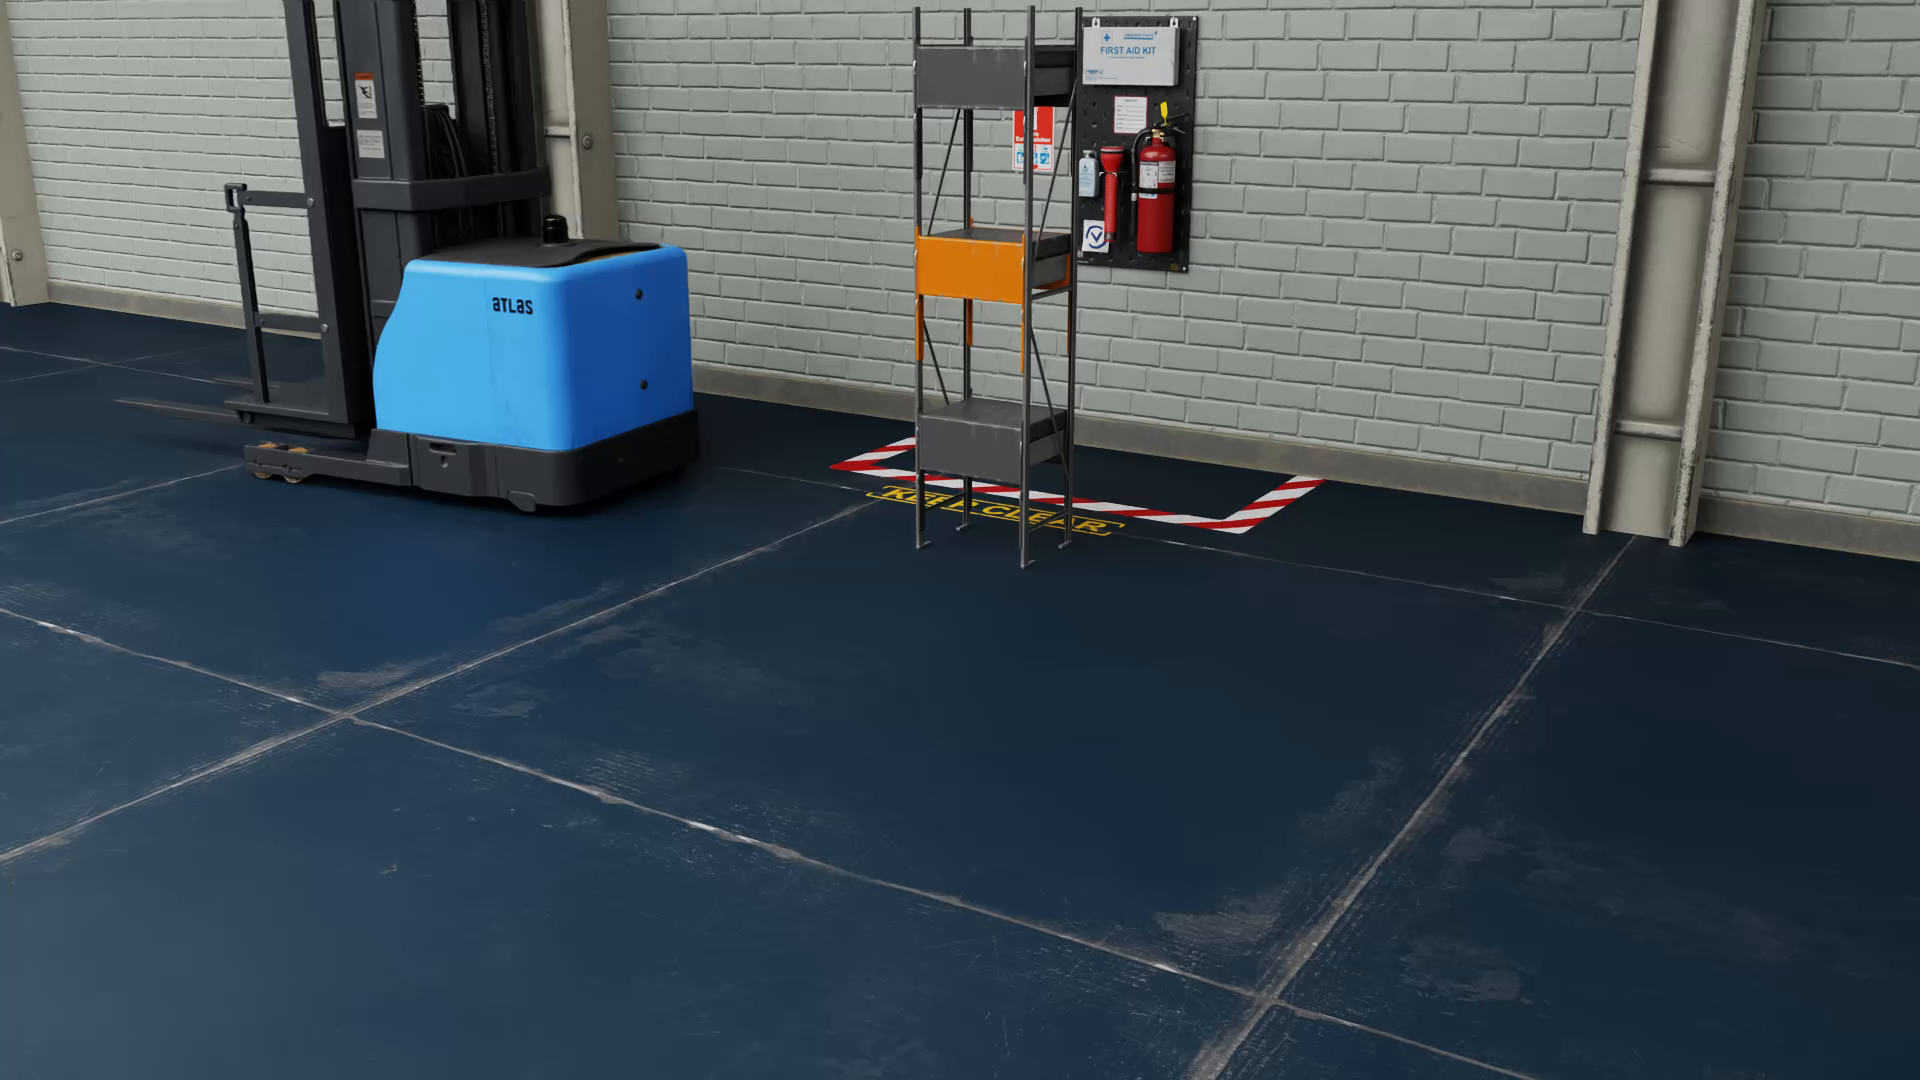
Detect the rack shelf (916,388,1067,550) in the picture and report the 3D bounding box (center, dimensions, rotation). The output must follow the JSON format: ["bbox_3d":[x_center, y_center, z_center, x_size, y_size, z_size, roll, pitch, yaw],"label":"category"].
[{"bbox_3d":[0.141,-0.297,6.701,0.480,0.518,0.431,10,20,30],"label":"rack shelf"}]

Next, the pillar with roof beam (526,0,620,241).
[{"bbox_3d":[-4.502,-4.192,5.198,0.400,9.000,9.100,10,20,30],"label":"pillar with roof beam"}]

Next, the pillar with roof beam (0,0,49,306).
[{"bbox_3d":[-9.615,-5.105,8.203,0.400,9.000,9.100,10,20,30],"label":"pillar with roof beam"}]

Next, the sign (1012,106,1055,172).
[{"bbox_3d":[0.361,-1.987,8.200,0.234,0.329,0.001,10,20,30],"label":"sign"}]

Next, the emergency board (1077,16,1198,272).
[{"bbox_3d":[0.778,-1.860,7.845,0.643,1.169,0.194,10,20,30],"label":"emergency board"}]

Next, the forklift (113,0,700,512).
[{"bbox_3d":[-2.798,-1.795,7.747,3.031,2.935,1.130,8,19,25],"label":"forklift"}]

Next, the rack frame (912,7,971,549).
[{"bbox_3d":[-0.067,-1.017,6.615,0.015,2.100,0.400,10,20,30],"label":"rack frame"}]

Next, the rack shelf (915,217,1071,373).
[{"bbox_3d":[0.141,-0.966,6.497,0.480,0.518,0.431,10,20,30],"label":"rack shelf"}]

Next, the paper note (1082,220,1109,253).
[{"bbox_3d":[0.663,-1.483,8.117,0.142,0.148,0.016,10,20,30],"label":"paper note"}]

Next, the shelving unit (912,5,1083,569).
[{"bbox_3d":[0.141,-0.980,6.493,0.503,2.100,0.431,10,20,30],"label":"shelving unit"}]

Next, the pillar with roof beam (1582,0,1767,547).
[{"bbox_3d":[0.611,-3.279,2.194,0.400,9.000,9.100,10,20,30],"label":"pillar with roof beam"}]

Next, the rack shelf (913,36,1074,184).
[{"bbox_3d":[0.141,-1.636,6.294,0.480,0.518,0.431,10,20,30],"label":"rack shelf"}]

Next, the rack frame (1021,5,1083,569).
[{"bbox_3d":[0.349,-0.942,6.371,0.015,2.100,0.400,10,20,30],"label":"rack frame"}]
